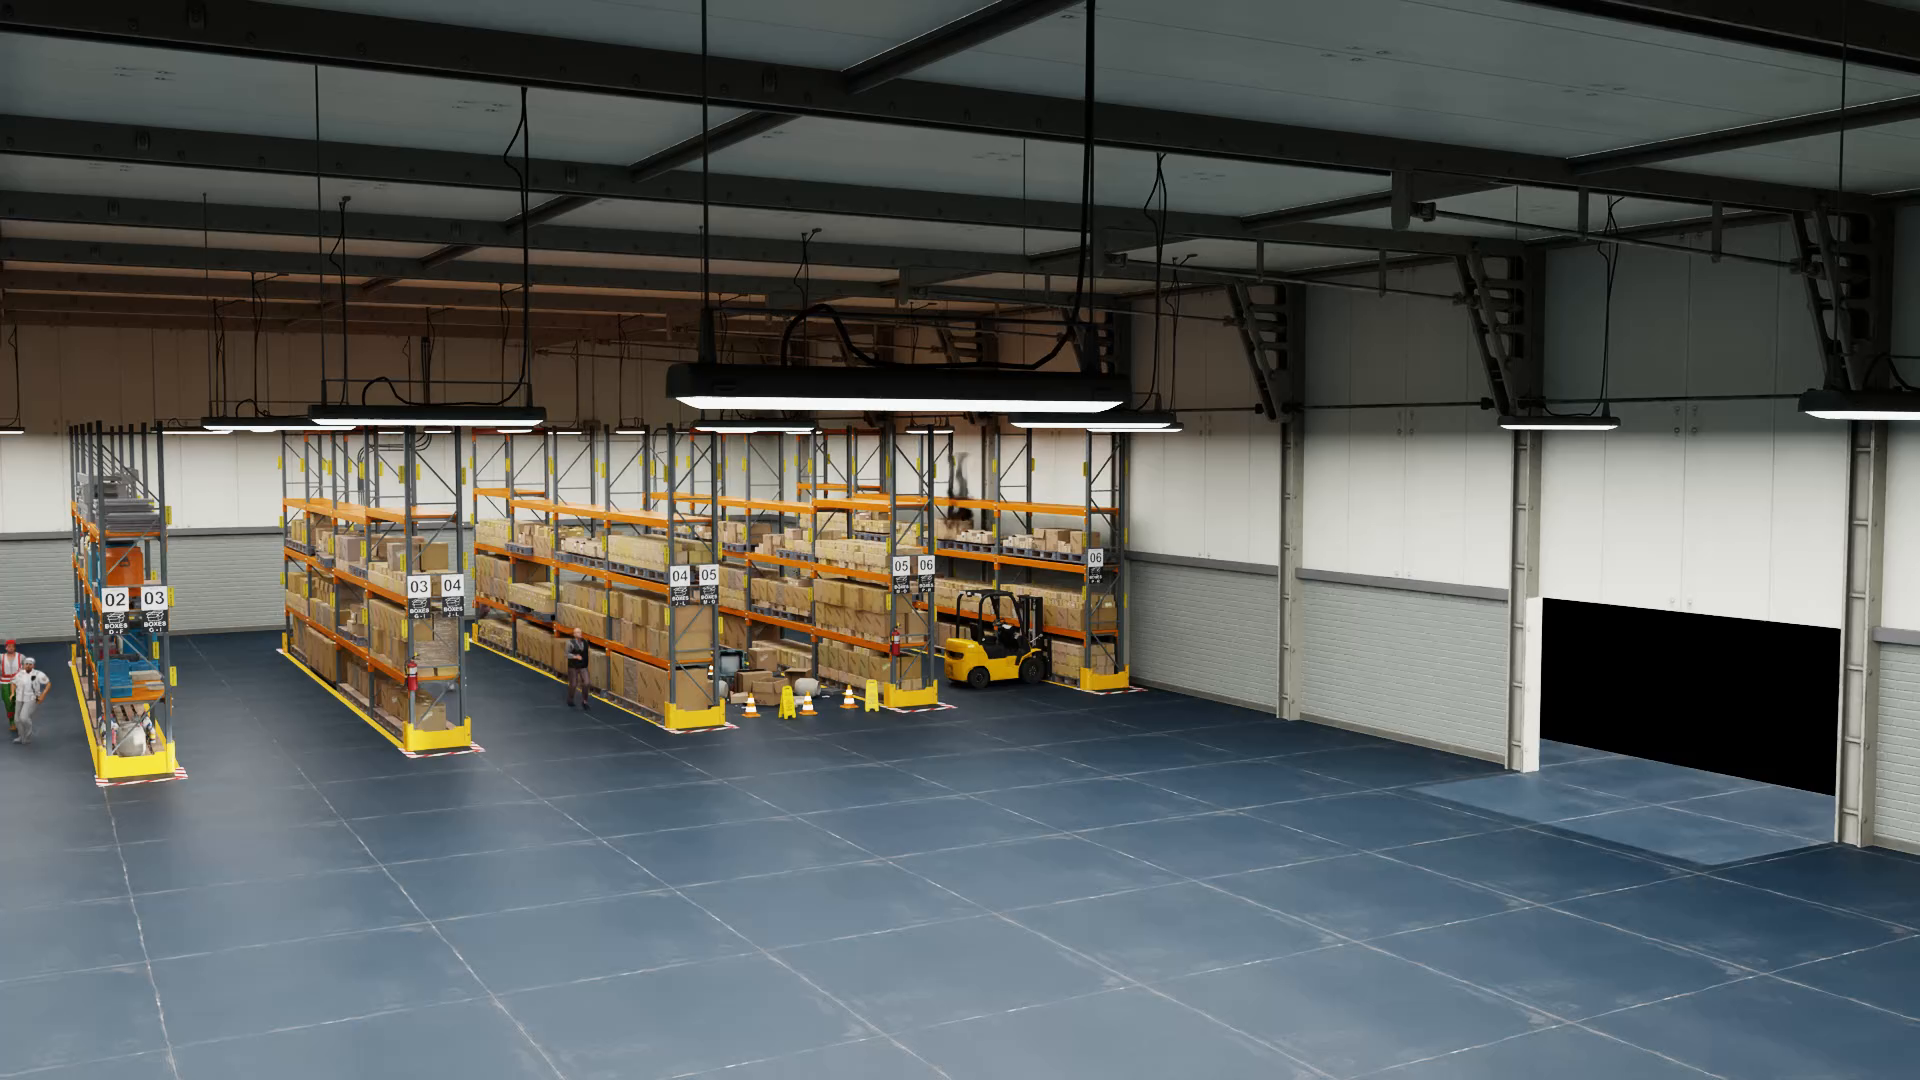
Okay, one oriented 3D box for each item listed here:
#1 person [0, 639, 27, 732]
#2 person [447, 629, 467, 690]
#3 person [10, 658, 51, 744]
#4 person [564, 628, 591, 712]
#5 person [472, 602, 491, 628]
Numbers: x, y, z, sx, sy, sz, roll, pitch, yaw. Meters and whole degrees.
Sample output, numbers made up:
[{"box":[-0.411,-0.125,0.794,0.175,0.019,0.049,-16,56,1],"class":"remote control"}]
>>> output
[{"box":[-18.633,2.832,32.674,0.656,1.774,0.845,-2,4,-29],"class":"person"},{"box":[-11.507,2.524,37.707,0.711,1.748,0.670,-2,4,-27],"class":"person"},{"box":[-17.379,3.001,30.993,0.665,1.622,0.584,0,4,2],"class":"person"},{"box":[-8.013,2.716,34.850,0.598,1.770,0.832,-2,4,-32],"class":"person"},{"box":[-13.676,1.919,47.736,0.549,1.705,0.742,-3,4,-38],"class":"person"}]
